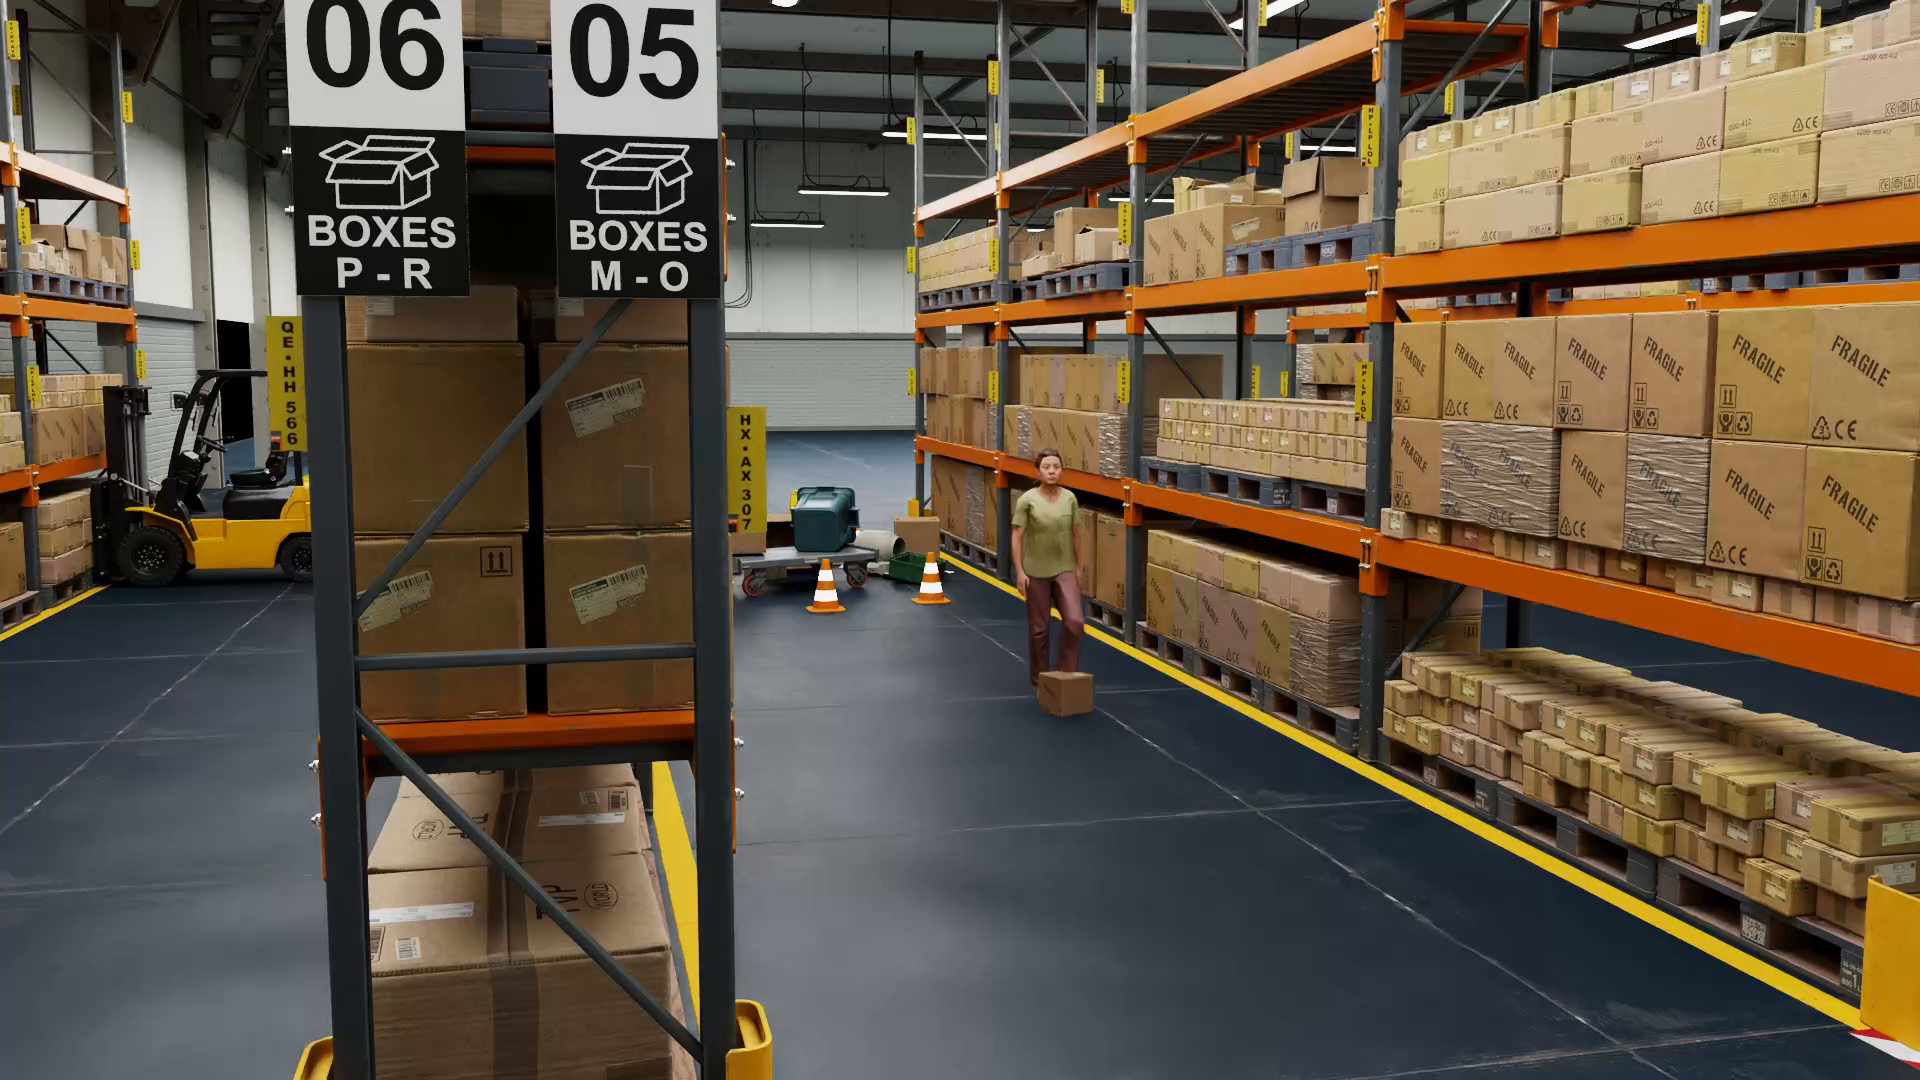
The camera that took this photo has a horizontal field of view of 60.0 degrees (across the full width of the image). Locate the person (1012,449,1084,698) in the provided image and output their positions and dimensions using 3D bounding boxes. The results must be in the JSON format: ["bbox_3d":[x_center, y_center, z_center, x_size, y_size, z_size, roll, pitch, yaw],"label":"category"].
[{"bbox_3d":[0.580,0.253,10.839,0.506,1.700,0.587,-1,6,-10],"label":"person"}]
